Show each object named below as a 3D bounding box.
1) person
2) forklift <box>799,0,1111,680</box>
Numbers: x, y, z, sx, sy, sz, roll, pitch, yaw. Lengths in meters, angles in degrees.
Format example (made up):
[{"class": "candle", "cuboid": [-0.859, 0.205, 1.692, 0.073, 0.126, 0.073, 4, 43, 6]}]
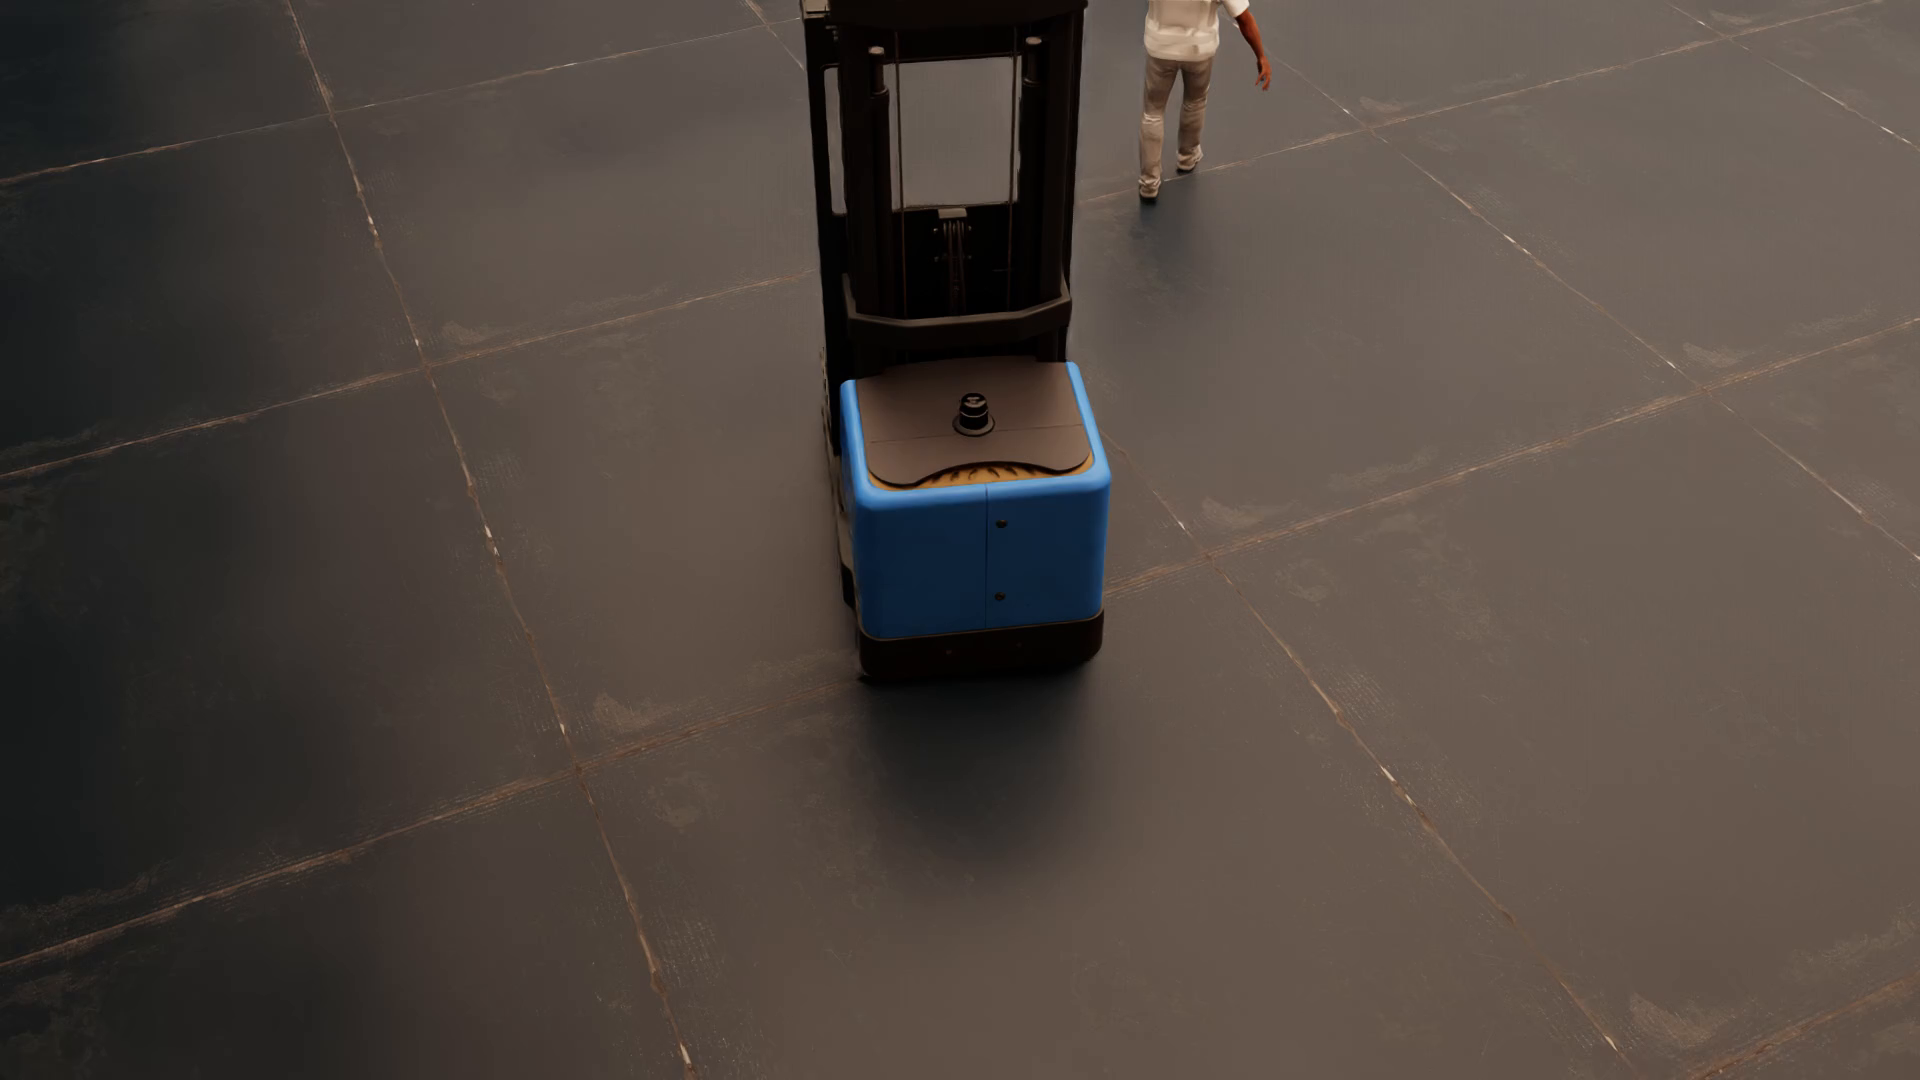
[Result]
[{"class": "person", "cuboid": [1.318, -2.905, 9.624, 1.020, 1.676, 0.765, 9, 44, 9]}, {"class": "forklift", "cuboid": [-0.097, -1.487, 7.273, 1.130, 2.935, 3.031, -5, 43, -6]}]
